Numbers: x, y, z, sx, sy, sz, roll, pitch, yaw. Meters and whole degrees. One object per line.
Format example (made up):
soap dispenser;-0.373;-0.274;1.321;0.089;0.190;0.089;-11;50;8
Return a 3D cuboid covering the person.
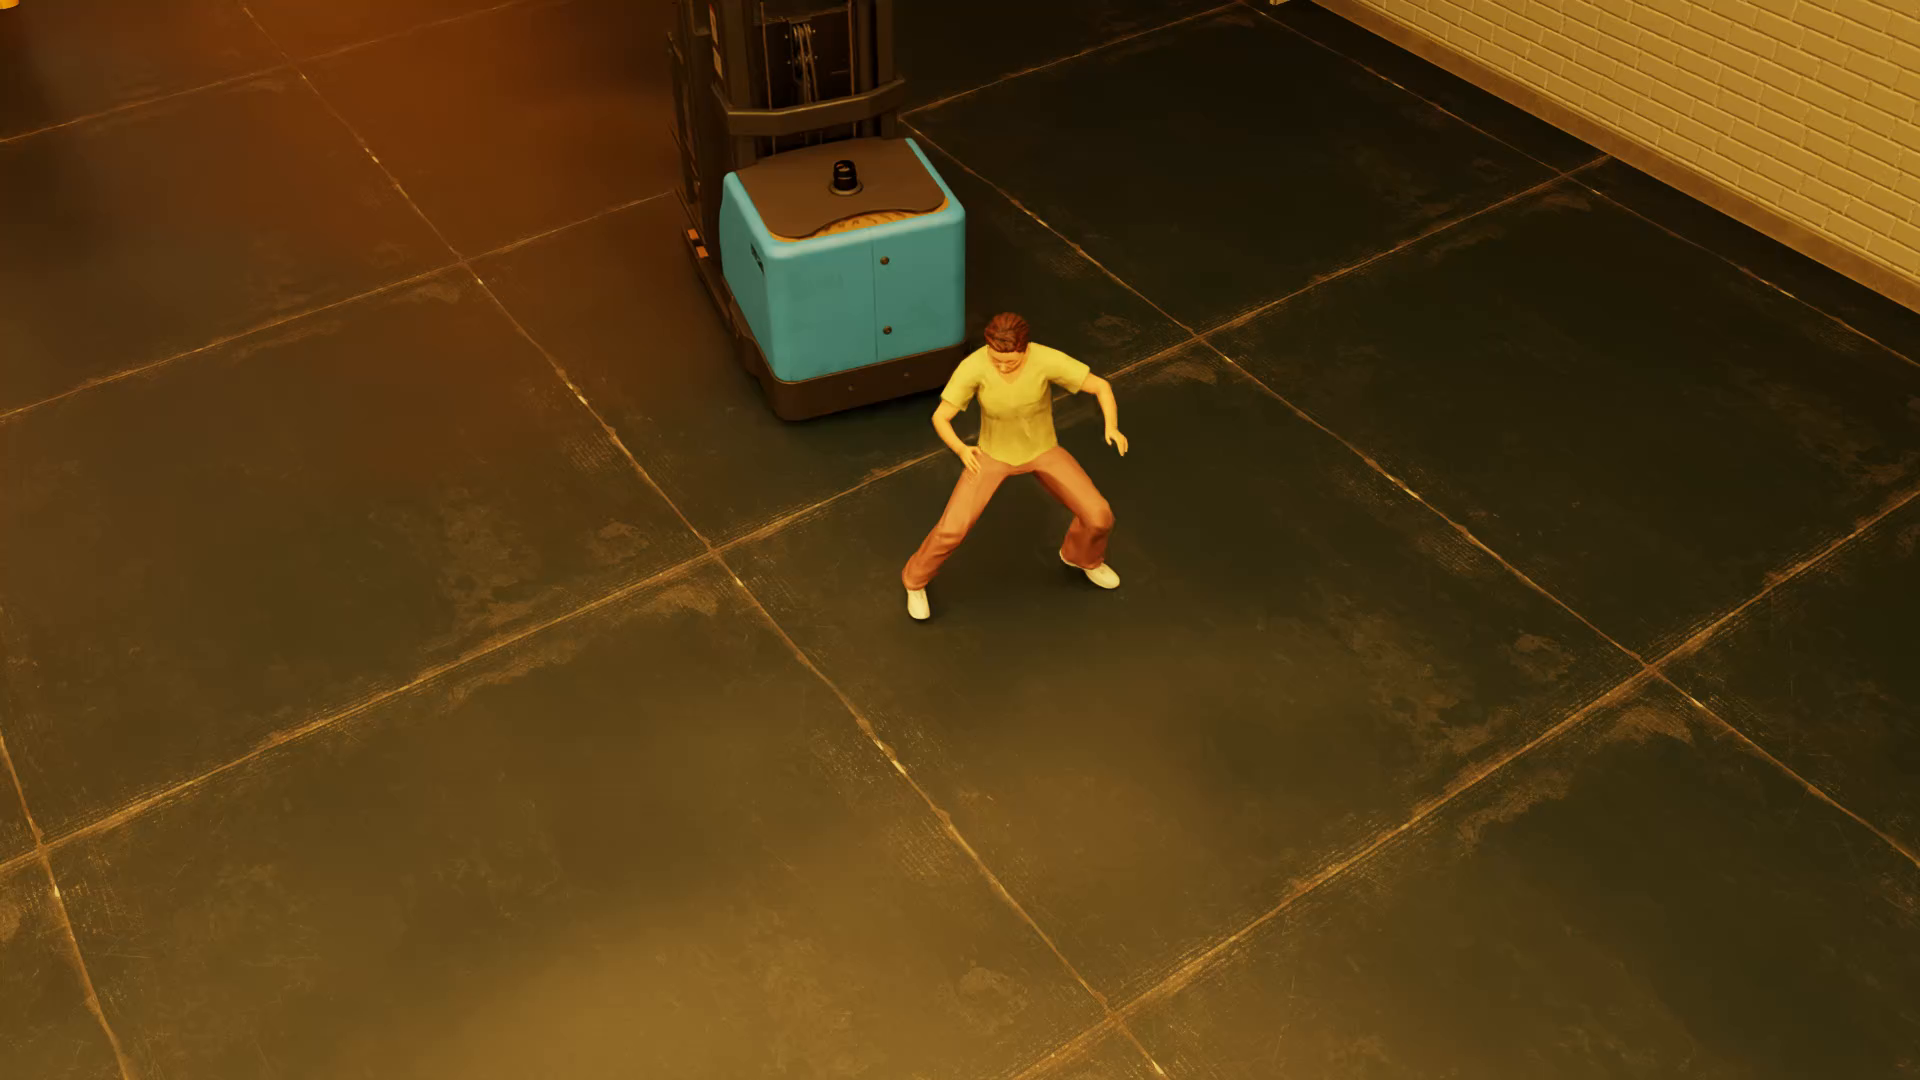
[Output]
person;0.235;-0.316;7.148;0.995;1.453;0.655;3;43;3

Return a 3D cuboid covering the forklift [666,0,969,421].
forklift;-0.965;-2.691;8.635;1.130;2.935;3.031;-15;45;-16
